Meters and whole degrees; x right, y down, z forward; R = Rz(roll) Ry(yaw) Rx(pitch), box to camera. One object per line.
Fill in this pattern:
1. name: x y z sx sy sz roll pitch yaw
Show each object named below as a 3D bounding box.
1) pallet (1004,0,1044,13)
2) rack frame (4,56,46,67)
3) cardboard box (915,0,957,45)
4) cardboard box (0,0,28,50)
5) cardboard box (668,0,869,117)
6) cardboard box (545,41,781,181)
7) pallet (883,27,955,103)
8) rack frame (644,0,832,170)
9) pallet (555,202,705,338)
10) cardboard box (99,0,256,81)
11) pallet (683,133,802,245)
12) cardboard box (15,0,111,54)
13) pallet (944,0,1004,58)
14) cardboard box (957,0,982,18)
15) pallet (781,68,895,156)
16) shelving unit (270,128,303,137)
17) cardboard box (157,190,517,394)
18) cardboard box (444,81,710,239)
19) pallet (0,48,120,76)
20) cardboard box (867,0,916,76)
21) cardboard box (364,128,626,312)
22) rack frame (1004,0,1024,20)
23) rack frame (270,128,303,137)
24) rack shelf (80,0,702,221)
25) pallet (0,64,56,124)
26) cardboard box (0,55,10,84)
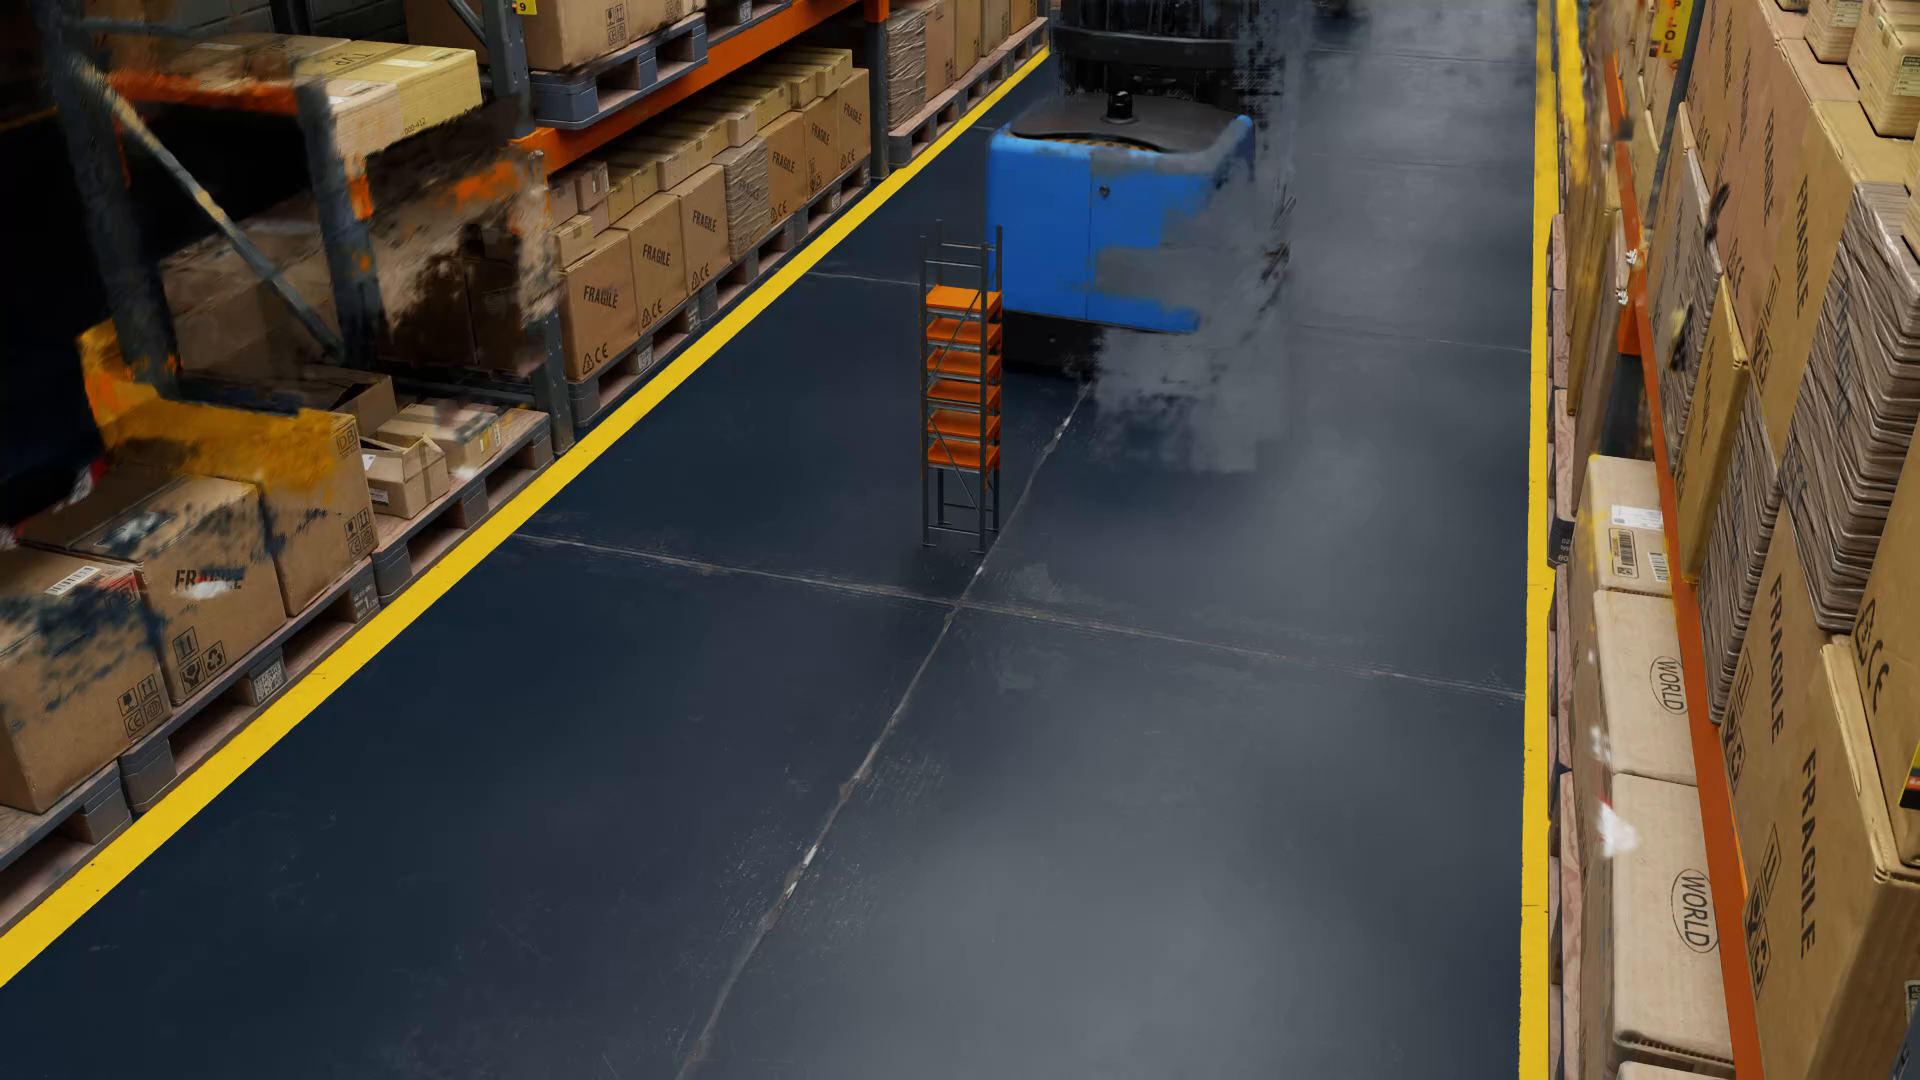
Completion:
1. pallet: 4.045 -2.047 9.713 1.003 0.211 1.213 8 30 15
2. rack frame: -2.106 -1.750 6.311 1.000 3.000 0.127 8 30 15
3. cardboard box: 3.266 -1.435 7.497 0.875 0.875 0.875 9 30 15
4. cardboard box: -2.245 -1.112 7.302 0.500 0.500 0.500 8 30 15
5. cardboard box: 2.746 -0.598 5.994 0.875 0.875 0.875 9 30 16
6. cardboard box: 2.353 0.169 5.064 0.875 0.438 0.875 8 30 14
7. pallet: 3.151 -0.763 7.405 1.003 0.211 1.213 8 30 15
8. rack frame: 2.640 -1.044 5.041 1.000 3.000 0.127 8 30 15
9. pallet: 1.986 1.086 4.081 1.003 0.211 1.213 8 30 15
10. cardboard box: 1.355 0.510 2.146 0.500 0.500 0.500 9 30 15
11. pallet: 2.342 0.517 5.103 1.003 0.211 1.213 8 30 15
12. cardboard box: -1.749 -1.034 7.163 0.500 0.500 0.500 10 31 17
13. pallet: 3.511 -1.328 8.421 1.003 0.211 1.213 8 30 15
14. cardboard box: 3.532 -1.849 8.241 0.875 0.875 0.875 8 30 14
15. pallet: 2.795 -0.194 6.382 1.003 0.211 1.213 8 30 15
16. shelving unit: 0.004 -0.531 5.970 0.258 1.200 0.189 8 30 15
17. cardboard box: 1.564 1.430 2.797 0.875 0.438 0.875 7 30 13
18. cardboard box: 2.091 0.585 4.316 0.875 0.438 0.875 8 30 13
19. pallet: -1.903 -0.915 7.678 1.003 0.211 1.213 8 30 15
20. cardboard box: 3.003 -1.019 6.750 0.875 0.875 0.875 9 30 16
21. cardboard box: 1.825 1.004 3.564 0.875 0.438 0.875 9 30 16
22. rack frame: 3.814 -2.903 8.382 1.000 3.000 0.127 8 30 15
23. rack frame: -0.023 -0.489 5.894 0.240 1.200 0.006 8 30 15
24. rack shelf: 2.053 0.200 3.545 1.077 0.370 4.000 8 30 15
25. pallet: -2.309 -0.213 6.415 1.003 0.211 1.213 8 30 15
26. cardboard box: -1.989 -0.387 6.361 0.380 0.149 0.250 8 30 13
